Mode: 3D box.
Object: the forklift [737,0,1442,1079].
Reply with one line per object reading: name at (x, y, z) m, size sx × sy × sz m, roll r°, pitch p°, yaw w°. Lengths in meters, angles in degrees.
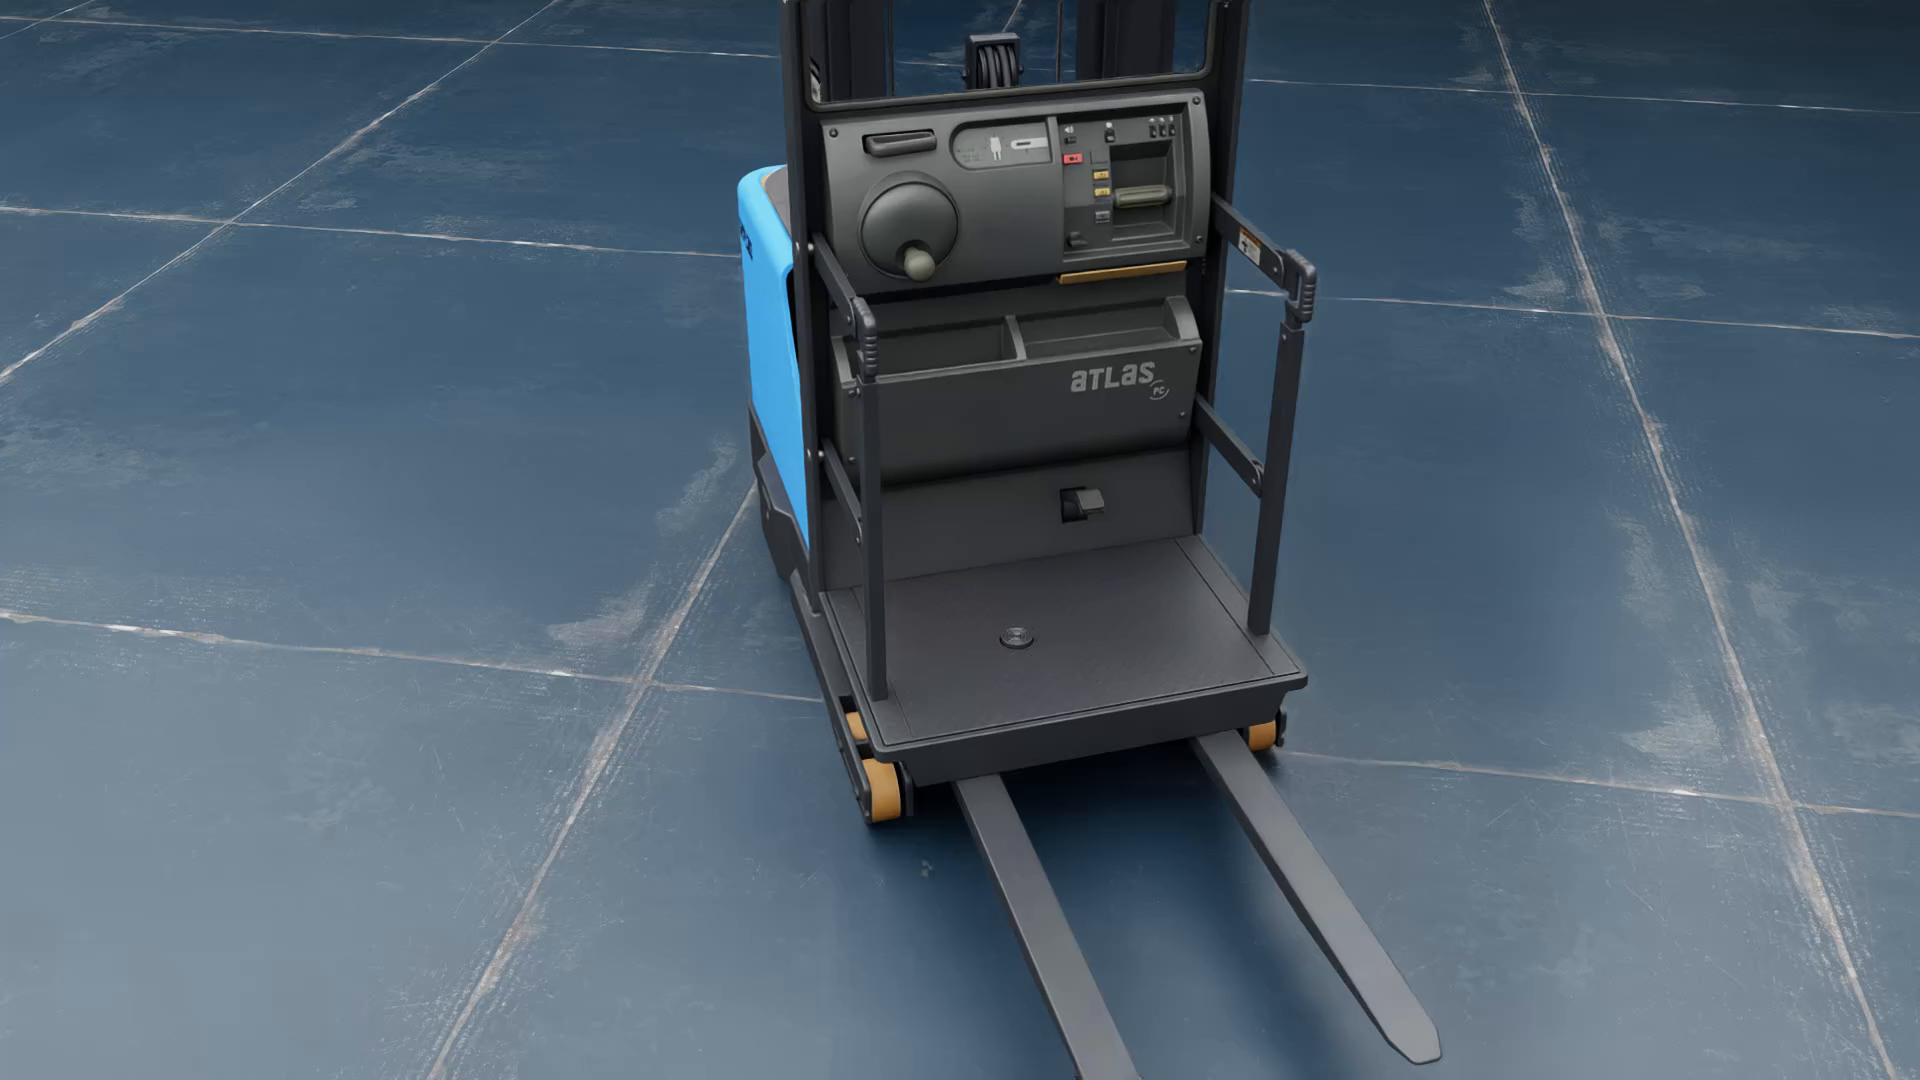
forklift at (0.205, -0.774, 3.724) m, size 1.130 × 2.935 × 3.031 m, roll -9°, pitch 33°, yaw -13°
